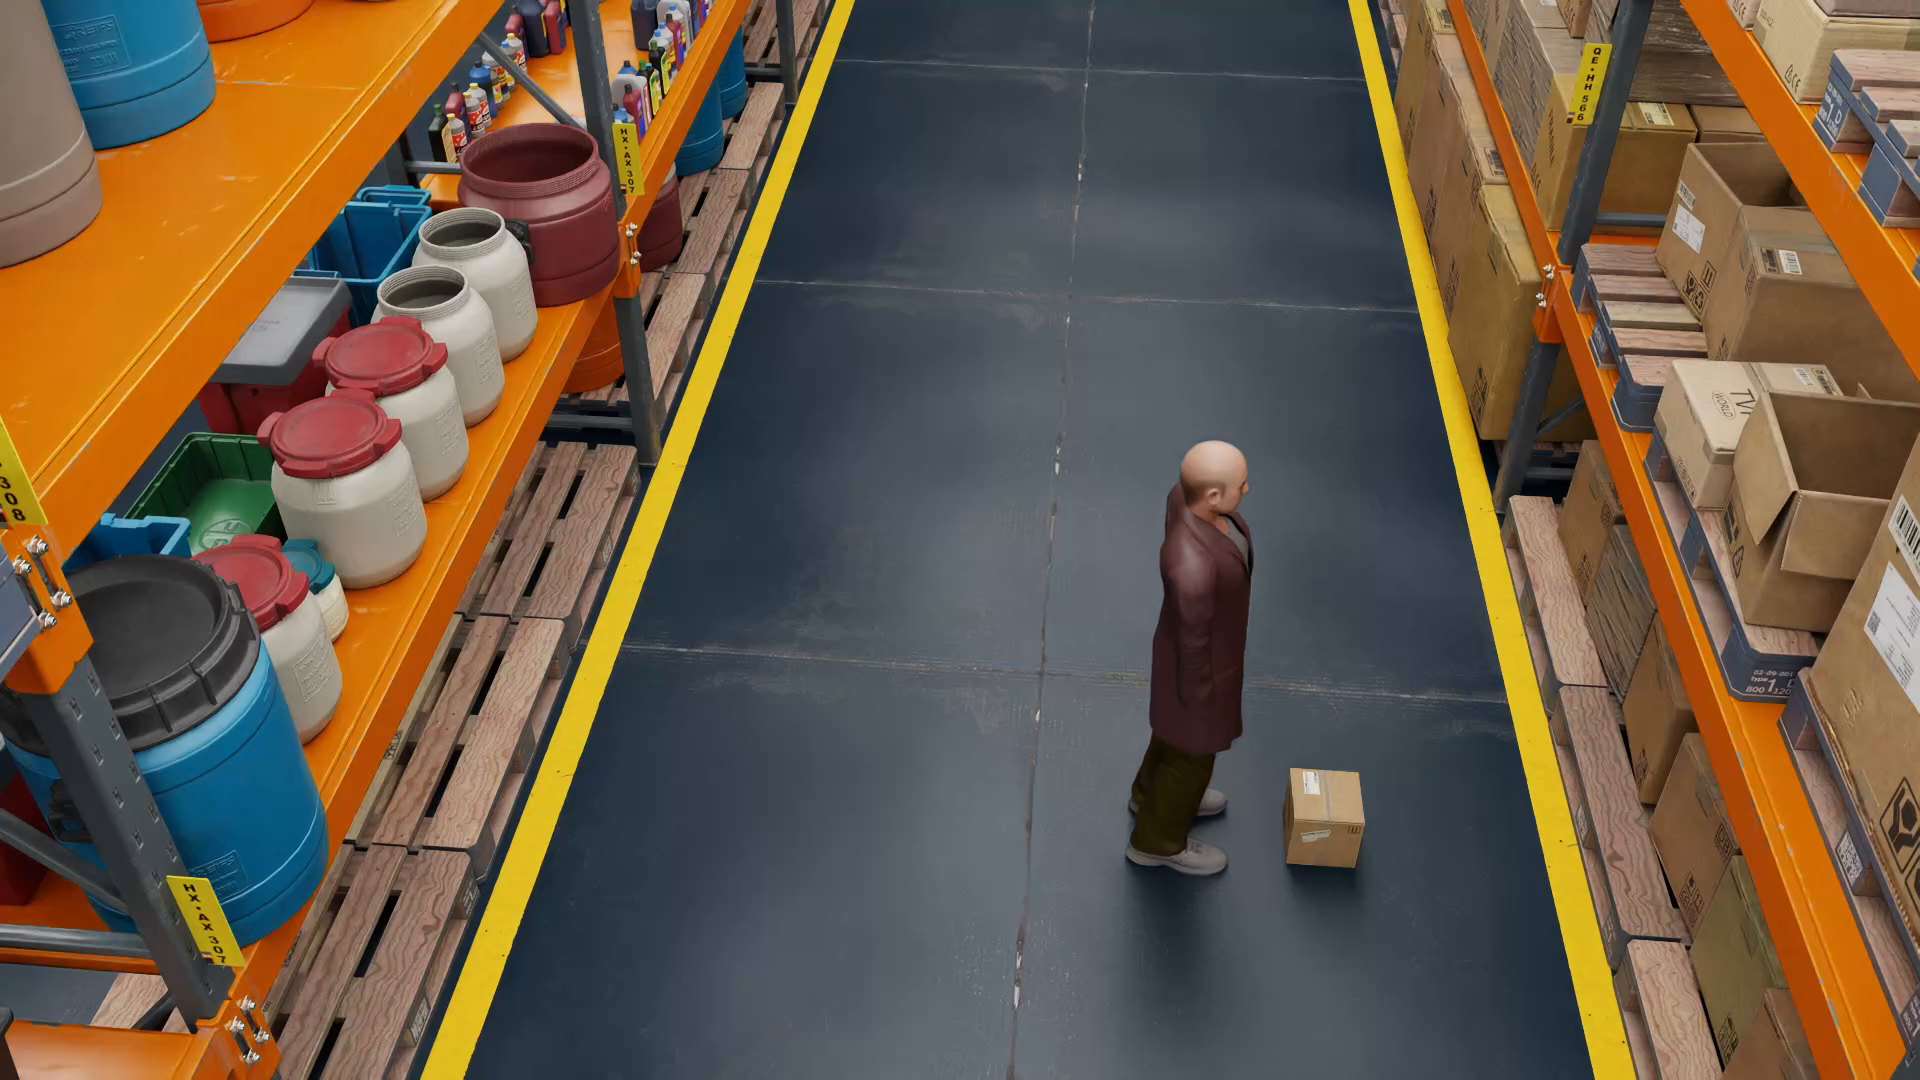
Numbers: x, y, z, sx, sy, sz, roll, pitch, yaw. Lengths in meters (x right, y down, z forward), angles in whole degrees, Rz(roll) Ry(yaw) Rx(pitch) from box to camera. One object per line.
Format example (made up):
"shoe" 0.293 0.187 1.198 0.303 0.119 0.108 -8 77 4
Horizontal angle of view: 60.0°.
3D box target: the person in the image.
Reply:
"person" 0.816 0.398 5.691 0.379 1.778 0.563 4 40 5
